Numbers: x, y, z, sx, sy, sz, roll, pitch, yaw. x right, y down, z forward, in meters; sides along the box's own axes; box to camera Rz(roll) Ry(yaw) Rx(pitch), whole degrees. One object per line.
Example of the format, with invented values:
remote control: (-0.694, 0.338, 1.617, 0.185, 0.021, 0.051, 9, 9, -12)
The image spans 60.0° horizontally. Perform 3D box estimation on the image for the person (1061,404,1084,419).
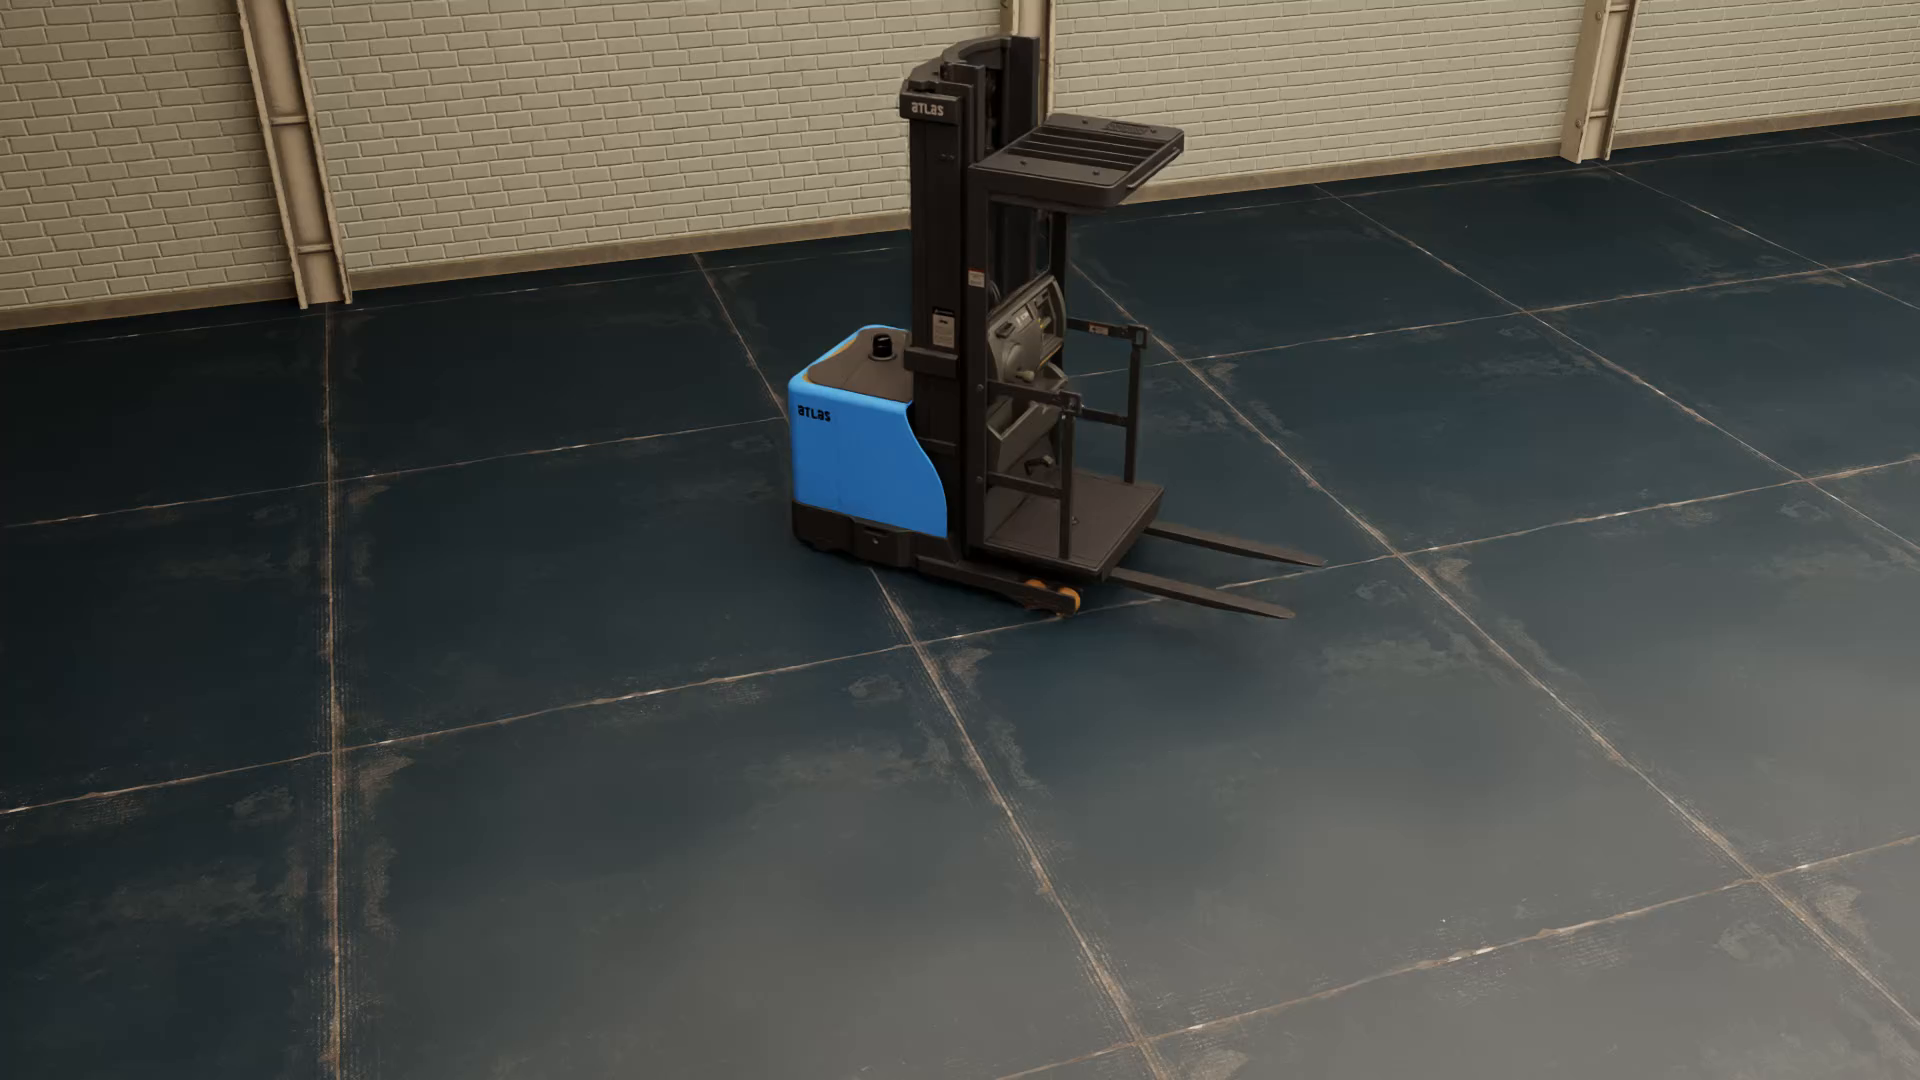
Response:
person: (0.408, -1.487, 11.148, 0.919, 1.551, 0.851, 0, 30, 0)

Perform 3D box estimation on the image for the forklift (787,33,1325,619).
forklift: (0.552, -1.140, 9.067, 3.031, 2.935, 1.130, 14, 33, 22)
